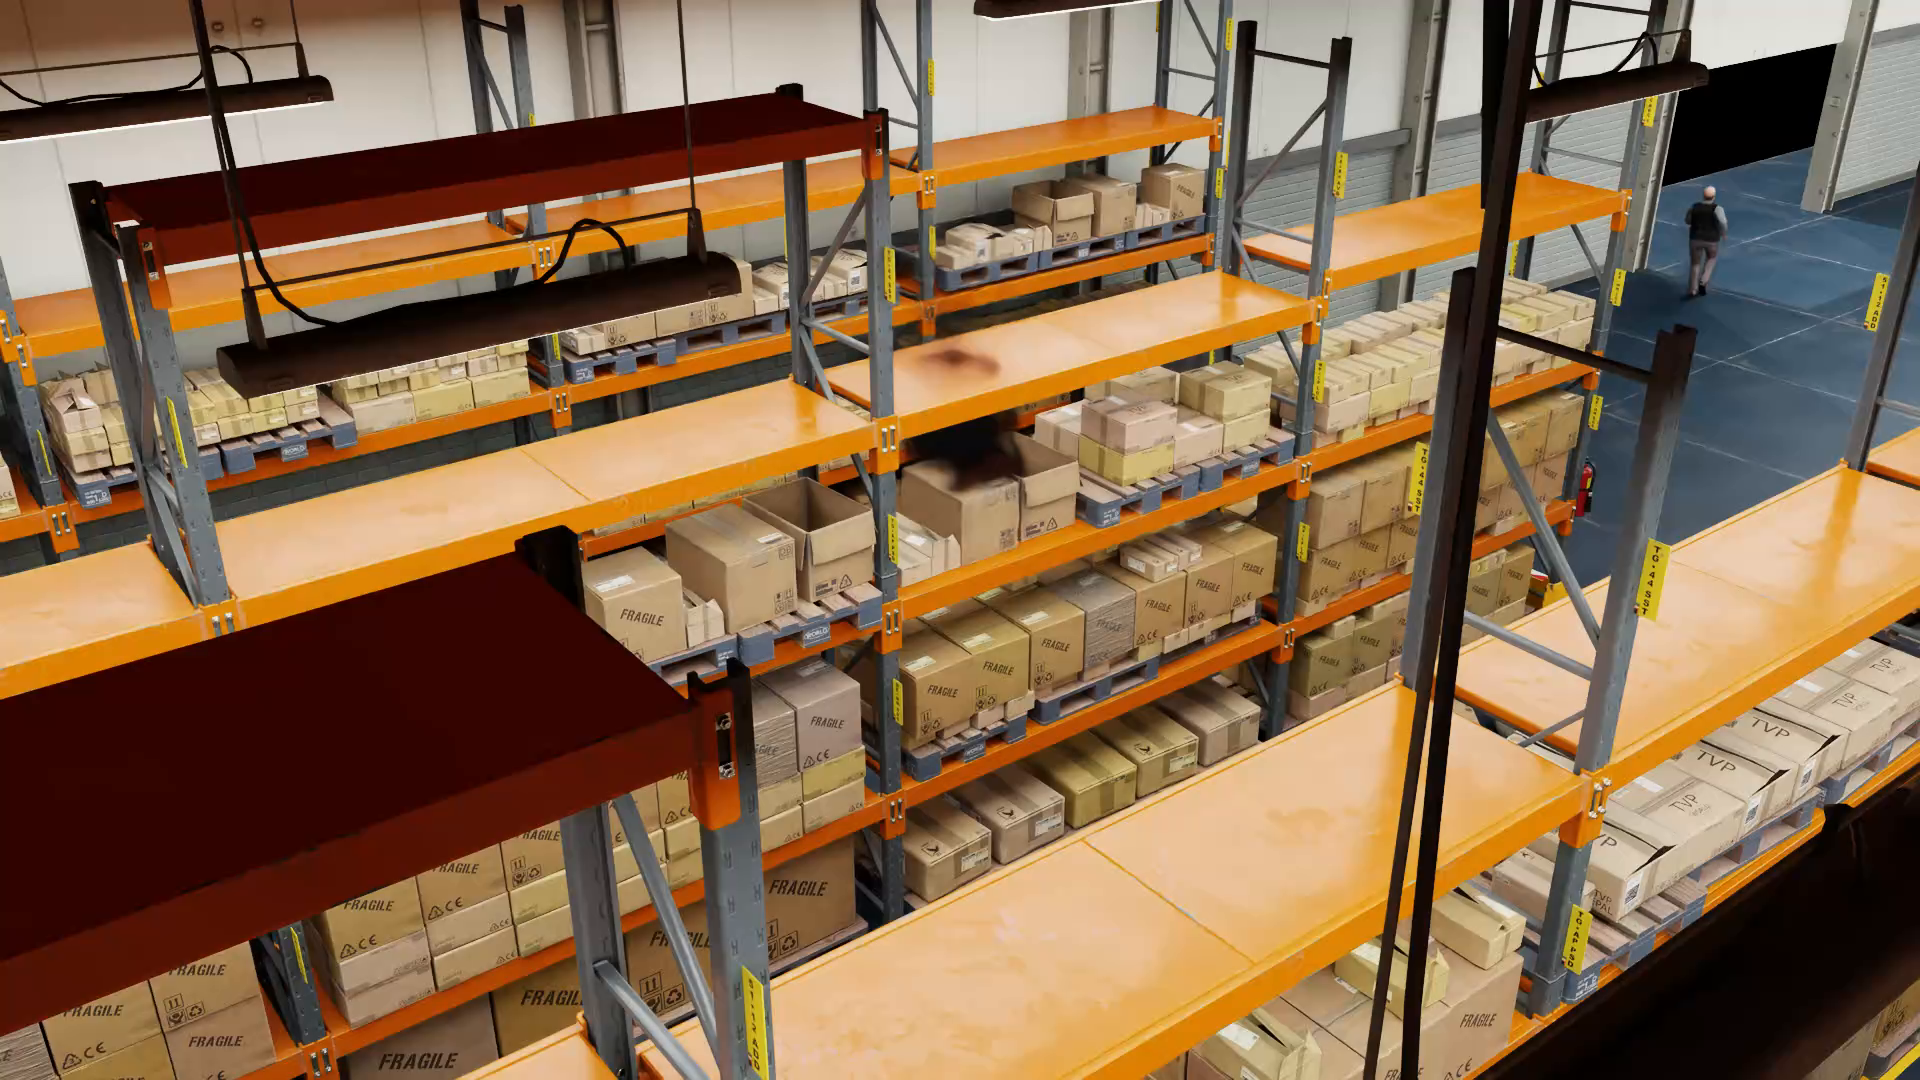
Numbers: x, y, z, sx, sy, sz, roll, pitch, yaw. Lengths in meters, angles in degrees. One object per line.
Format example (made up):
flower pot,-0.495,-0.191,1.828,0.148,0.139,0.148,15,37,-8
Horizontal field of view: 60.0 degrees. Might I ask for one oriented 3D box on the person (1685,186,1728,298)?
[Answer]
person,11.400,-4.560,25.519,0.649,1.742,0.668,14,29,26
